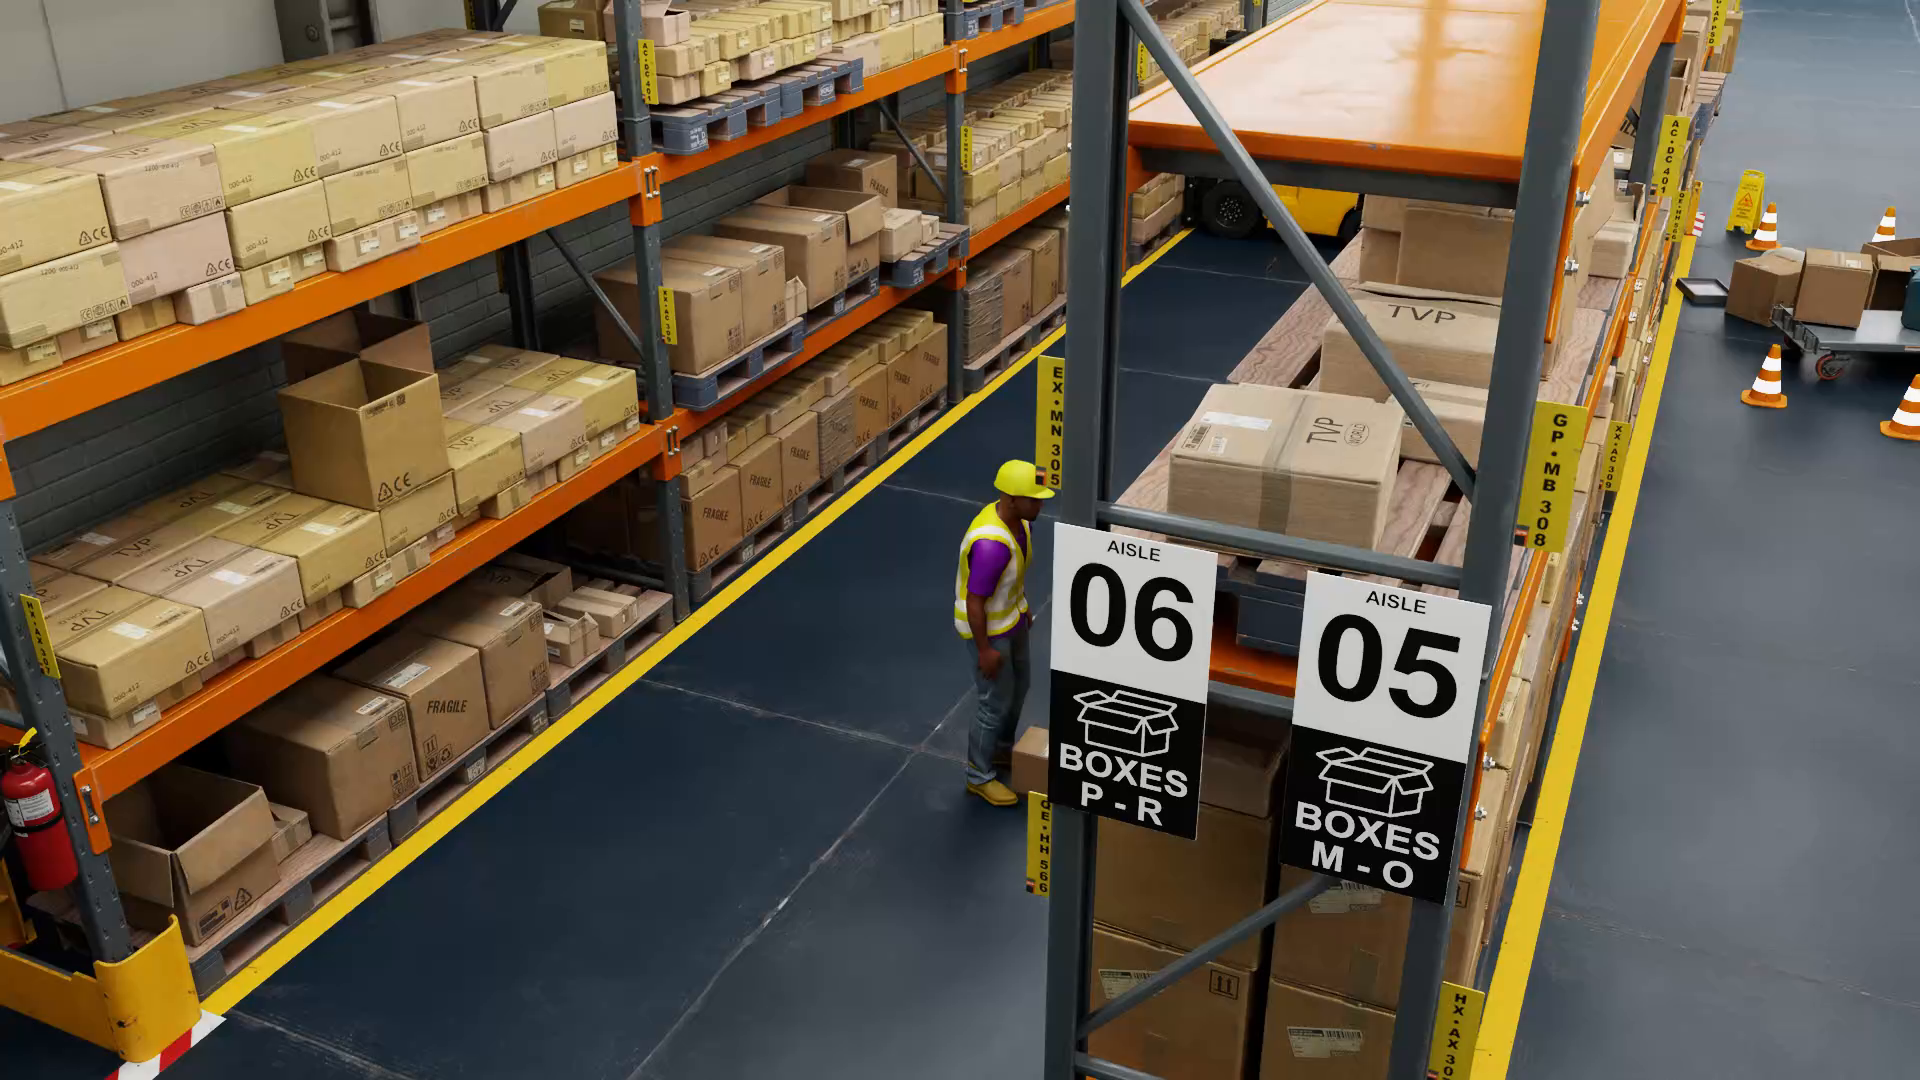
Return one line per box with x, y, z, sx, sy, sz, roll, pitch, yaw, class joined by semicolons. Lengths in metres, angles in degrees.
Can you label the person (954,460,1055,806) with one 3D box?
0.217;0.423;8.225;0.460;1.759;0.629;10;28;19;person
